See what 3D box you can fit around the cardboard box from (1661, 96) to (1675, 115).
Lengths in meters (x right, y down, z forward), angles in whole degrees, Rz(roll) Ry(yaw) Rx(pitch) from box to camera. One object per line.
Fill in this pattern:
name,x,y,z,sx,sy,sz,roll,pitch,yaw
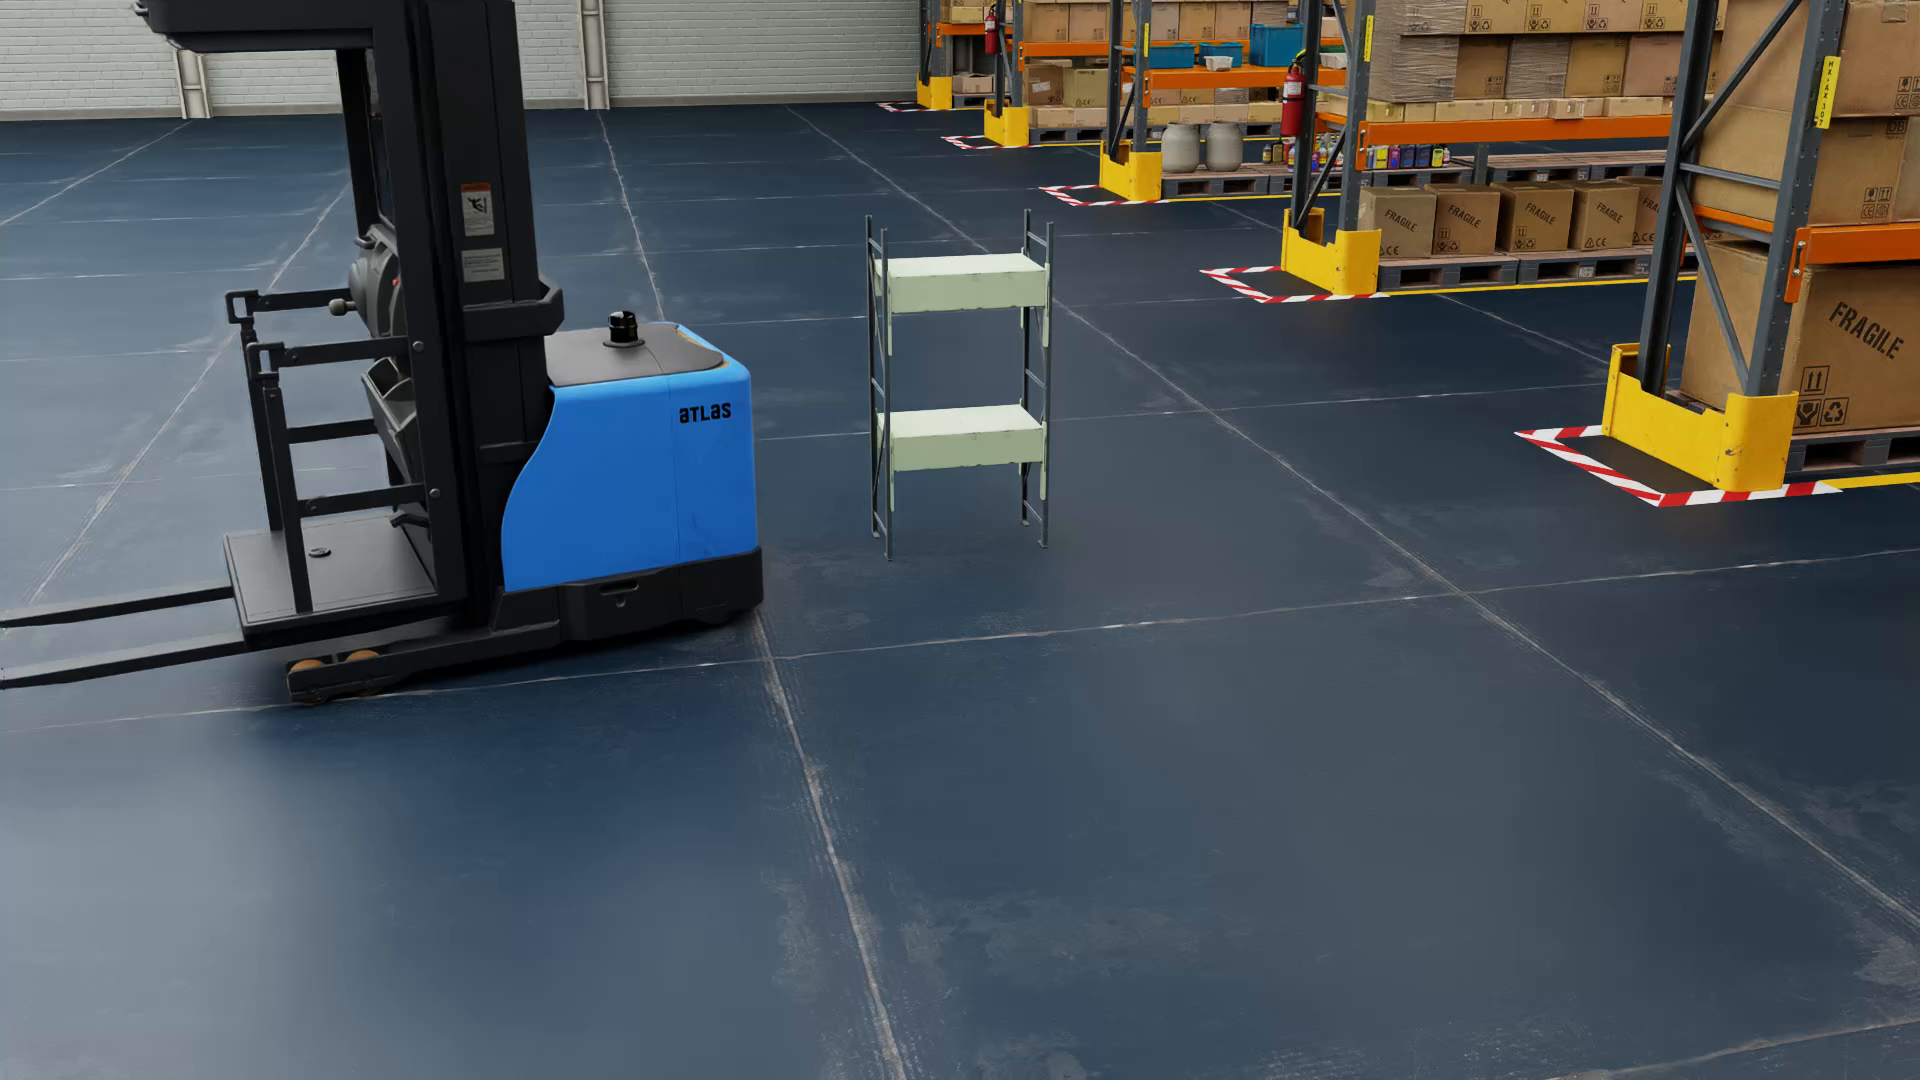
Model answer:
cardboard box,5.684,-3.558,13.533,0.250,0.149,0.380,-5,21,-12

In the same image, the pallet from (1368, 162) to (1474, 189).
pallet,5.017,-4.150,18.837,1.213,0.211,1.003,-5,21,-12

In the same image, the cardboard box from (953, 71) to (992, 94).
cardboard box,0.202,-7.467,27.107,0.500,0.311,0.500,-7,21,-19

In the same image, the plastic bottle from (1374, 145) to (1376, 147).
plastic bottle,4.686,-4.447,18.921,0.097,0.271,0.097,0,20,0

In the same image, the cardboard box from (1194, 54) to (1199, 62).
cardboard box,4.113,-7.911,28.046,0.500,0.500,0.700,-4,20,-11

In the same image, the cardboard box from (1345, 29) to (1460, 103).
cardboard box,3.469,-3.745,13.099,0.500,0.500,0.875,-5,21,-12

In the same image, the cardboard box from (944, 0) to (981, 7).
cardboard box,0.041,-8.726,26.375,0.500,0.500,0.500,-5,21,-12

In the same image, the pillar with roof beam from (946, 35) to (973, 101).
pillar with roof beam,0.981,-10.219,22.629,0.400,9.000,9.100,-5,21,-12

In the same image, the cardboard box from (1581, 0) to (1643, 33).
cardboard box,4.985,-4.251,13.028,0.500,0.500,0.500,-5,21,-12

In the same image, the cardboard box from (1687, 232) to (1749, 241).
cardboard box,6.421,-2.846,14.246,0.500,0.500,0.500,-5,21,-14

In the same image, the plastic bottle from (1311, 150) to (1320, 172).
plastic bottle,3.848,-4.164,18.131,0.133,0.283,0.061,-4,21,-12

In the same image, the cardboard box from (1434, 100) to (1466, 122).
cardboard box,3.754,-3.377,13.038,0.250,0.149,0.380,-5,21,-12

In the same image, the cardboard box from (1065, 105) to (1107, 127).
cardboard box,1.710,-5.755,22.552,0.500,0.250,0.500,-5,21,-12

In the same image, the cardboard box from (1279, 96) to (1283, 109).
cardboard box,4.881,-6.193,23.747,0.500,0.250,0.500,-5,21,-13

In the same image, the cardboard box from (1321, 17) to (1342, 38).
cardboard box,5.013,-7.140,23.163,0.500,0.250,0.500,-3,20,-9

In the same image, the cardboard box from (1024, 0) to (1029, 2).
cardboard box,0.979,-7.286,22.255,0.250,0.149,0.380,-5,21,-13

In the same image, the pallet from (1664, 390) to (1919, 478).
pallet,4.730,-0.636,9.244,1.213,0.211,1.003,-5,21,-12

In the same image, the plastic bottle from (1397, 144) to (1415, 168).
plastic bottle,4.933,-4.299,18.400,0.185,0.351,0.144,-6,21,-15

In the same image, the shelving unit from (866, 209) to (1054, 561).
shelving unit,-0.006,-0.704,7.555,0.755,1.500,0.431,-5,21,-12

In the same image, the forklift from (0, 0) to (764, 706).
forklift,-2.371,-0.971,6.205,3.031,2.935,1.130,-10,22,-25

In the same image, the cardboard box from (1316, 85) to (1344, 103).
cardboard box,5.003,-6.276,23.157,0.500,0.311,0.500,-5,21,-12

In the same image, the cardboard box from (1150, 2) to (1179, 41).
cardboard box,2.614,-7.043,22.536,0.500,0.500,0.700,-4,21,-11

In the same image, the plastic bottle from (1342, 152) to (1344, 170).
plastic bottle,4.252,-4.198,18.240,0.097,0.271,0.097,0,20,0

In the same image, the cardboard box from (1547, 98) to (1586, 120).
cardboard box,4.741,-3.435,13.196,0.250,0.149,0.380,-5,21,-12

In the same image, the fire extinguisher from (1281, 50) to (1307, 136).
fire extinguisher,2.710,-3.633,13.484,0.183,0.674,0.296,-5,21,-12

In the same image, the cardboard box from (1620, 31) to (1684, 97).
cardboard box,5.410,-3.911,13.553,0.500,0.500,0.875,-5,21,-12

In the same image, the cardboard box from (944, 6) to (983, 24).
cardboard box,0.056,-8.369,26.490,0.500,0.250,0.500,-5,21,-14

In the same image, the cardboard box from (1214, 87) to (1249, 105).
cardboard box,3.654,-6.270,22.866,0.500,0.500,0.500,-5,21,-12

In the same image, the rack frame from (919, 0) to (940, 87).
rack frame,-0.492,-8.498,26.653,0.127,3.000,1.000,-5,21,-12

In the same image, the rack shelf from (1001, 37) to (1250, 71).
rack shelf,2.598,-6.661,22.683,4.000,0.370,1.077,-5,21,-12

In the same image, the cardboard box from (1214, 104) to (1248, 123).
cardboard box,3.654,-5.917,22.993,0.500,0.250,0.500,-5,21,-12

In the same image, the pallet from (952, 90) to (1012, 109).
pallet,0.380,-7.247,27.292,1.213,0.211,1.003,-5,21,-12

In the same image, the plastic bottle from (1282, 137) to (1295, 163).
plastic bottle,3.725,-4.412,18.820,0.135,0.276,0.152,-4,21,-12

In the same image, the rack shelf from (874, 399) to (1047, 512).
rack shelf,-0.006,-0.398,7.667,0.720,0.370,0.431,-5,21,-12

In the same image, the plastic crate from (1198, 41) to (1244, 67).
plastic crate,2.839,-5.301,18.142,0.408,0.251,0.499,-5,21,-12

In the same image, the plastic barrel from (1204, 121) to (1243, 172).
plastic barrel,2.898,-4.328,18.276,0.421,0.512,0.421,0,20,0

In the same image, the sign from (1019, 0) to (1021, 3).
sign,0.773,-7.098,21.456,0.005,0.325,0.100,-5,21,-12

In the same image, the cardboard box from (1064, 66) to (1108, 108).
cardboard box,1.710,-6.107,22.421,0.500,0.500,0.500,-5,21,-12

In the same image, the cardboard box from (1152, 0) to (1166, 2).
cardboard box,2.579,-7.272,22.218,0.250,0.149,0.380,-4,21,-12

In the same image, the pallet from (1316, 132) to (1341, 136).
pallet,5.252,-5.919,23.666,1.213,0.211,1.003,-5,21,-12

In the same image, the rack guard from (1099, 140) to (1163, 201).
rack guard,1.851,-4.030,18.089,0.348,0.500,1.175,-5,21,-12

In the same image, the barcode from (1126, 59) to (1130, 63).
barcode,2.820,-8.035,27.919,0.075,0.075,0.001,-5,21,-12

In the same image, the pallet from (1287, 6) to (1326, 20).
pallet,5.376,-8.871,27.949,1.213,0.211,1.003,-5,21,-12

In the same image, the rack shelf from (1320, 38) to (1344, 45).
rack shelf,6.490,-6.977,23.547,4.000,0.370,1.077,-5,21,-12

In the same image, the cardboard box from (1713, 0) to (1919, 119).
cardboard box,4.340,-2.450,8.353,0.550,0.550,0.875,-5,21,-12

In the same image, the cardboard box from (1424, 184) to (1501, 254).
cardboard box,4.113,-2.650,13.712,0.500,0.500,0.500,1,20,2

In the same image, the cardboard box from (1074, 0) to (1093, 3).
cardboard box,1.582,-7.192,21.998,0.250,0.149,0.380,-5,21,-12
